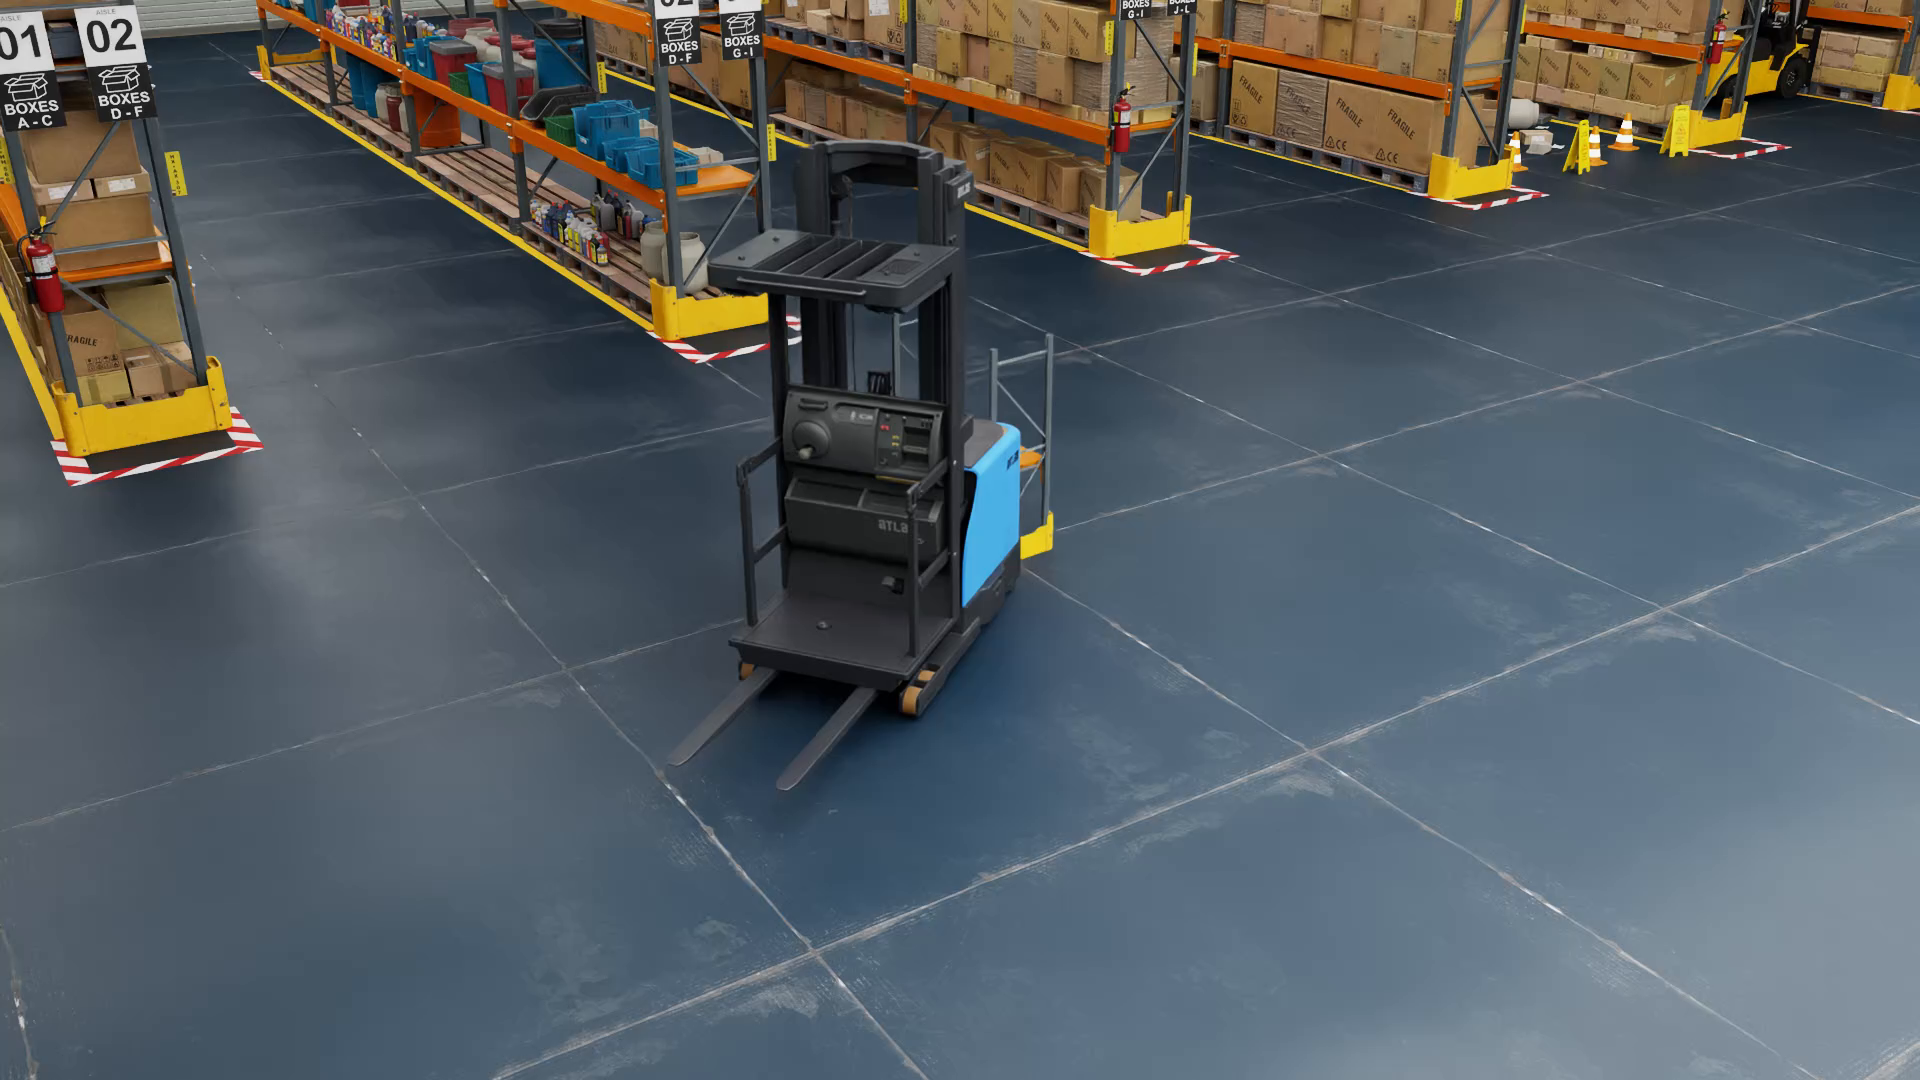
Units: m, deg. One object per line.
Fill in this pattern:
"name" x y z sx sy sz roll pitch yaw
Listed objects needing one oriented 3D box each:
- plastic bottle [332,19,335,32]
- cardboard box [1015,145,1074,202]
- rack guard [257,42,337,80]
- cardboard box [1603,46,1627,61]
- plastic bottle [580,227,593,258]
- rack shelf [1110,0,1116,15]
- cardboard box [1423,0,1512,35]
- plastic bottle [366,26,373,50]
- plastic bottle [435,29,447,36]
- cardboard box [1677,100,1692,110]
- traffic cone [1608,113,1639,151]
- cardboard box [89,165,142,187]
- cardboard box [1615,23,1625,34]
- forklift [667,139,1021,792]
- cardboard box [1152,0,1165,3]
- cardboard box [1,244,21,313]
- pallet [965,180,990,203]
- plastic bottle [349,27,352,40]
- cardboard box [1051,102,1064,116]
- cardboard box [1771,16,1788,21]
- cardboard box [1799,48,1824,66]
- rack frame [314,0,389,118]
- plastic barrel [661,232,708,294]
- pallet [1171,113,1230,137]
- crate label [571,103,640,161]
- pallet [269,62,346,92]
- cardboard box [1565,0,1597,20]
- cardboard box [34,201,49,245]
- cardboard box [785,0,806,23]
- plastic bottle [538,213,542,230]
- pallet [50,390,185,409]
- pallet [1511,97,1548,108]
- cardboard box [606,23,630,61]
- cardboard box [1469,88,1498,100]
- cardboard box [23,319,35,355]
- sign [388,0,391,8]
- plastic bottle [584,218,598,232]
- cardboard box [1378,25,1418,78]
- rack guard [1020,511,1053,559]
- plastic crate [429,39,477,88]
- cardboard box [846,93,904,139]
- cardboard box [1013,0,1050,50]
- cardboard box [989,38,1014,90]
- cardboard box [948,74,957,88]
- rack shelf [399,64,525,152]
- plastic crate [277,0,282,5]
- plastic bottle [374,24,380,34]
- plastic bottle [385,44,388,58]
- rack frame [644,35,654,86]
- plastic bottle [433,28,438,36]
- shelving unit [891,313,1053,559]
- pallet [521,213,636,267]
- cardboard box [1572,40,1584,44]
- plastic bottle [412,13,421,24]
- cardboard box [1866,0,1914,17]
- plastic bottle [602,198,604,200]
"plastic bottle" -8.733 -7.221 23.266 0.097 0.201 0.097 0 25 0
"cardboard box" 0.966 -4.210 19.090 0.500 0.500 0.500 -13 28 -25
"rack guard" -10.934 -7.932 27.468 1.175 0.500 0.348 -16 29 -30
"cardboard box" 9.230 -6.809 23.251 0.380 0.149 0.250 -15 29 -29
"plastic bottle" -3.736 -3.003 16.772 0.152 0.276 0.135 -16 30 -31
"rack shelf" 0.882 -6.235 18.273 1.077 0.370 4.000 -16 29 -30
"cardboard box" 6.015 -6.306 19.654 0.875 0.550 0.550 -16 29 -30
"plastic bottle" -7.745 -6.597 21.848 0.061 0.283 0.133 -16 29 -30
"plastic bottle" -6.761 -6.535 21.725 0.152 0.276 0.135 -16 29 -30
"cardboard box" 10.069 -6.098 23.382 0.500 0.250 0.500 -16 30 -30
"traffic cone" 8.962 -5.504 22.367 0.336 0.463 0.334 -16 29 -30
"cardboard box" -6.508 -2.804 12.800 0.380 0.149 0.250 -16 30 -31
"cardboard box" 9.353 -7.139 23.154 0.380 0.149 0.250 -15 29 -29
"forklift" -0.616 -0.552 8.985 1.130 2.935 3.031 9 27 19
"cardboard box" 2.941 -7.570 23.655 0.500 0.500 0.500 -15 29 -29
"cardboard box" -7.975 -2.301 14.462 0.500 0.500 0.500 -16 29 -30
"pallet" 0.187 -4.426 20.379 1.003 0.211 1.213 -16 29 -30
"plastic bottle" -8.247 -6.903 22.592 0.097 0.201 0.097 0 25 0
"cardboard box" 1.206 -4.689 17.963 0.380 0.149 0.250 -16 29 -30
"cardboard box" 13.235 -8.293 26.861 0.500 0.250 0.500 -15 29 -29
"cardboard box" 13.342 -7.592 25.961 0.500 0.250 0.500 -16 30 -31
"rack frame" -8.727 -7.627 23.892 1.000 3.000 0.127 -16 29 -30
"plastic barrel" -2.599 -2.617 15.702 0.421 0.512 0.421 0 25 0
"pallet" 3.517 -6.037 23.790 1.003 0.211 1.213 -16 29 -30
"crate label" -3.407 -3.946 16.053 0.502 0.435 0.616 -16 29 -30
"pallet" -10.492 -7.492 26.874 1.003 0.211 1.213 -16 29 -30
"cardboard box" 8.950 -7.653 23.483 0.500 0.500 0.500 -15 29 -29
"cardboard box" -6.863 -2.583 13.091 0.700 0.500 0.500 -15 29 -28
"cardboard box" -2.065 -7.401 22.806 0.500 0.500 0.500 -20 32 -36
"plastic bottle" -4.442 -3.410 17.722 0.097 0.201 0.097 0 25 0
"pallet" -6.780 -1.184 13.511 1.003 0.211 1.213 -16 29 -30
"pallet" 8.490 -6.736 25.271 1.003 0.211 1.213 -16 29 -30
"cardboard box" -5.361 -8.587 27.922 0.875 0.875 0.875 -16 29 -30
"cardboard box" 7.538 -6.399 24.217 0.500 0.500 0.500 3 25 6
"cardboard box" -7.697 -1.785 14.246 0.500 0.250 0.500 -16 29 -30
"sign" -8.265 -7.879 24.103 0.100 0.325 0.005 -16 29 -30
"plastic bottle" -3.821 -3.171 17.129 0.152 0.276 0.135 -16 29 -30
"cardboard box" 5.626 -5.990 20.249 0.875 0.550 0.550 -16 29 -30
"rack guard" 0.372 0.003 10.952 0.587 0.250 0.087 -19 31 -34
"plastic crate" -5.917 -5.576 19.472 0.402 0.464 0.583 -16 29 -30
"cardboard box" -1.077 -5.588 21.985 0.700 0.500 0.500 -18 31 -34
"cardboard box" 0.918 -5.617 17.997 0.500 0.500 0.500 -16 29 -30
"cardboard box" 0.824 -5.393 18.695 0.875 0.500 0.500 -16 29 -30
"cardboard box" 0.086 -5.396 19.461 0.380 0.149 0.250 -16 29 -30
"rack shelf" -5.451 -5.155 19.499 1.077 0.370 4.000 -16 29 -30
"plastic crate" -10.332 -8.373 25.598 0.416 0.233 0.300 -16 29 -30
"plastic bottle" -7.725 -6.697 22.059 0.061 0.283 0.133 -16 29 -30
"plastic bottle" -7.295 -6.279 21.271 0.097 0.201 0.097 0 25 0
"rack frame" -4.577 -8.781 26.337 1.000 3.000 0.127 -16 29 -30
"plastic bottle" -6.852 -6.567 21.798 0.097 0.271 0.097 0 25 0
"shelving unit" 0.063 -0.729 11.038 0.587 1.500 1.083 -19 31 -34
"pallet" -4.028 -3.254 17.896 1.003 0.211 1.213 -16 29 -30
"cardboard box" 8.921 -7.184 24.805 0.500 0.500 0.500 -15 29 -29
"plastic bottle" -7.349 -6.958 22.533 0.144 0.351 0.185 -16 29 -30
"cardboard box" 13.945 -8.116 24.812 0.500 0.500 0.500 -16 30 -31
"plastic bottle" -3.900 -3.642 18.213 0.097 0.201 0.097 0 25 0
